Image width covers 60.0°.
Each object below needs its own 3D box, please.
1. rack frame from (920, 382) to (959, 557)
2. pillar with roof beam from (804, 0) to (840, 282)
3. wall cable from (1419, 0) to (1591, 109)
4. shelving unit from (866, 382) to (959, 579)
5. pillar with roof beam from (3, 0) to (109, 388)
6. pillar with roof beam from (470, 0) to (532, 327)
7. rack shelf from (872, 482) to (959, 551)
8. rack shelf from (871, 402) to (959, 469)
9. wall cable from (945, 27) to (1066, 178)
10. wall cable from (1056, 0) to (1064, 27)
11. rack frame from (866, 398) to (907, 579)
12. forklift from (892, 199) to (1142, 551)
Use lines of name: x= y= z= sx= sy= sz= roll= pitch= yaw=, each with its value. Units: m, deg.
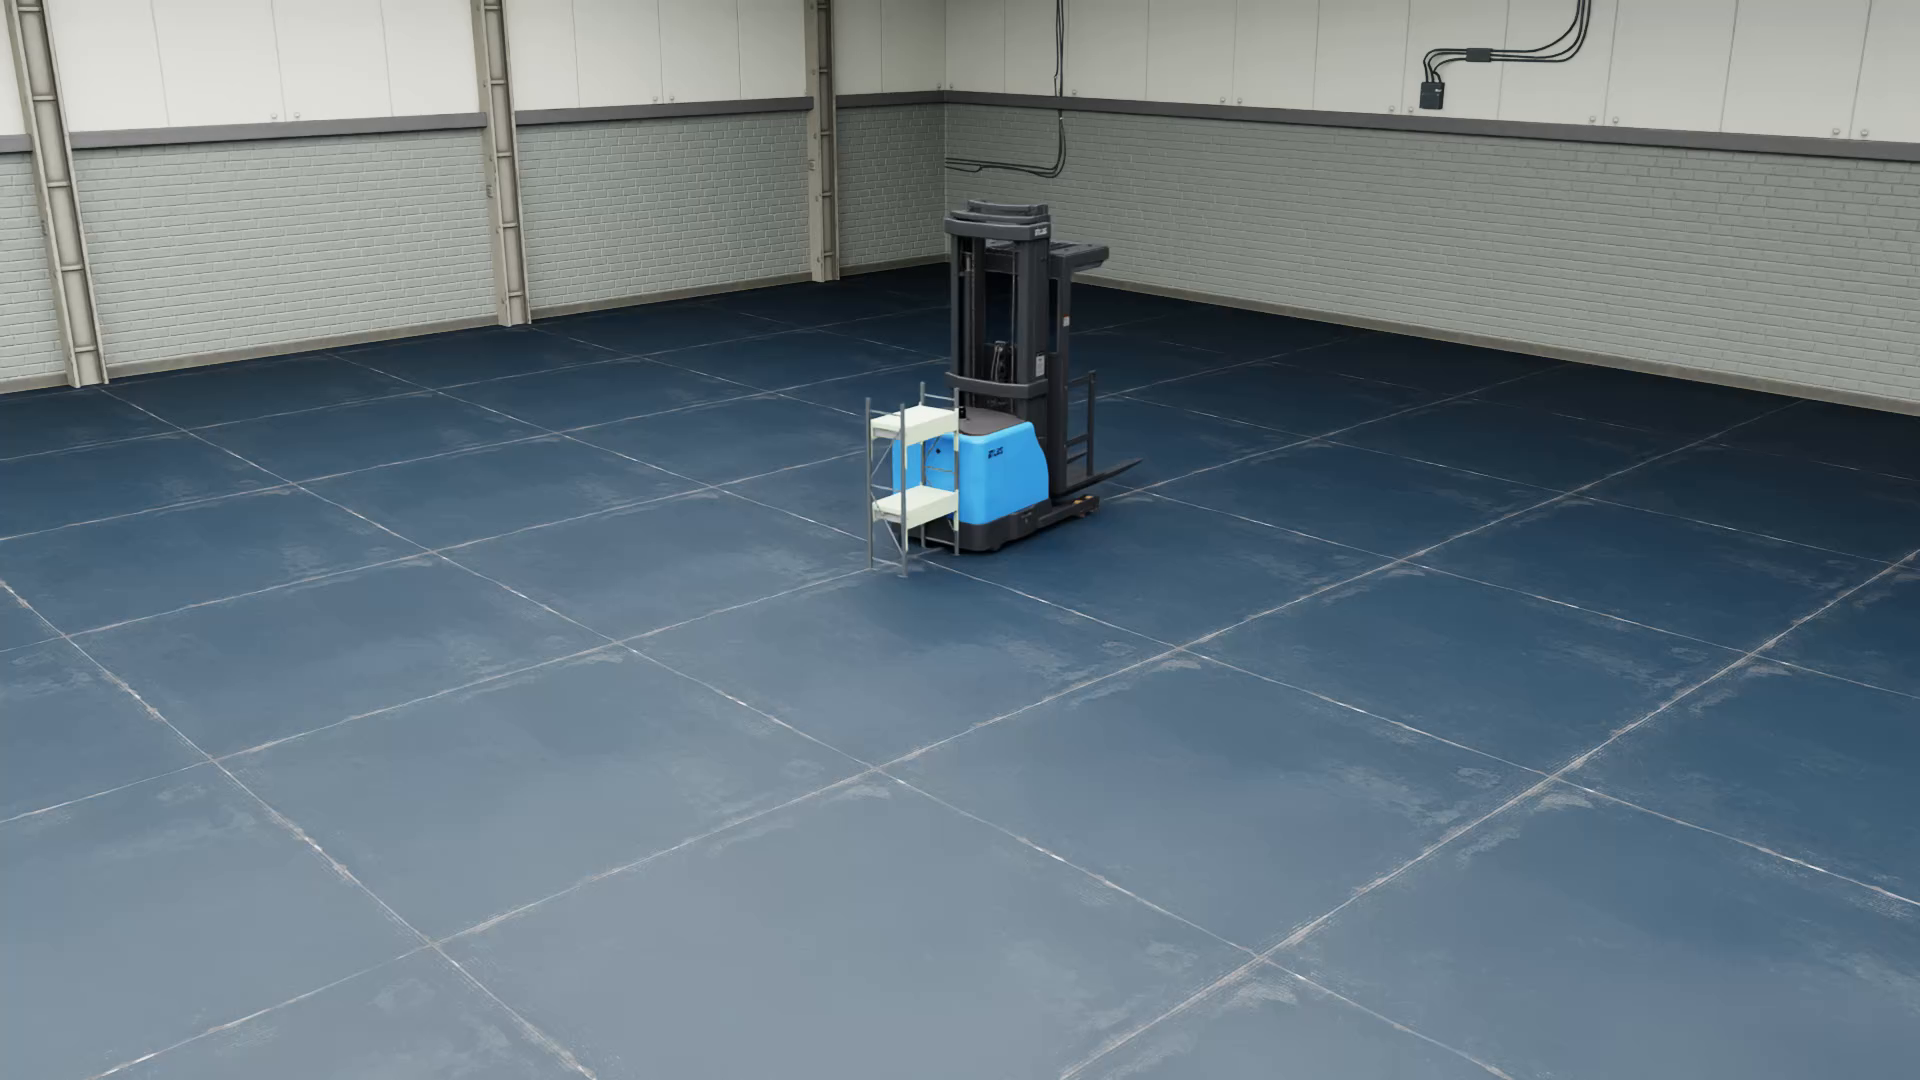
rack frame: x=-0.175 y=-0.607 z=14.424 sx=0.400 sy=1.500 sz=0.023 roll=13 pitch=22 yaw=35
pillar with roof beam: x=0.615 y=-7.844 z=24.588 sx=0.400 sy=9.000 sz=9.100 roll=-16 pitch=24 yaw=-41
wall cable: x=7.218 y=-8.624 z=21.478 sx=0.169 sy=6.003 sz=2.305 roll=-16 pitch=24 yaw=-41
shelving unit: x=-0.394 y=-0.516 z=14.146 sx=0.431 sy=1.500 sz=0.755 roll=13 pitch=22 yaw=35
pillar with roof beam: x=-8.104 y=-5.301 z=16.745 sx=0.400 sy=9.000 sz=9.100 roll=-16 pitch=24 yaw=-41
pillar with roof beam: x=-3.744 y=-6.573 z=20.666 sx=0.400 sy=9.000 sz=9.100 roll=-16 pitch=24 yaw=-41
rack shelf: x=-0.394 y=-0.206 z=14.246 sx=0.431 sy=0.370 sz=0.720 roll=13 pitch=22 yaw=35
rack shelf: x=-0.394 y=-0.888 z=14.025 sx=0.431 sy=0.370 sz=0.720 roll=13 pitch=22 yaw=35
wall cable: x=0.707 y=-7.660 z=29.054 sx=0.112 sy=2.526 sz=3.097 roll=-16 pitch=24 yaw=-41
wall cable: x=2.565 y=-9.456 z=26.405 sx=0.112 sy=2.526 sz=3.097 roll=-16 pitch=24 yaw=-41
rack frame: x=-0.614 y=-0.426 z=13.867 sx=0.400 sy=1.500 sz=0.023 roll=13 pitch=22 yaw=35
forklift: x=0.668 y=-1.685 z=15.430 sx=1.130 sy=2.935 sz=3.031 roll=13 pitch=22 yaw=35
